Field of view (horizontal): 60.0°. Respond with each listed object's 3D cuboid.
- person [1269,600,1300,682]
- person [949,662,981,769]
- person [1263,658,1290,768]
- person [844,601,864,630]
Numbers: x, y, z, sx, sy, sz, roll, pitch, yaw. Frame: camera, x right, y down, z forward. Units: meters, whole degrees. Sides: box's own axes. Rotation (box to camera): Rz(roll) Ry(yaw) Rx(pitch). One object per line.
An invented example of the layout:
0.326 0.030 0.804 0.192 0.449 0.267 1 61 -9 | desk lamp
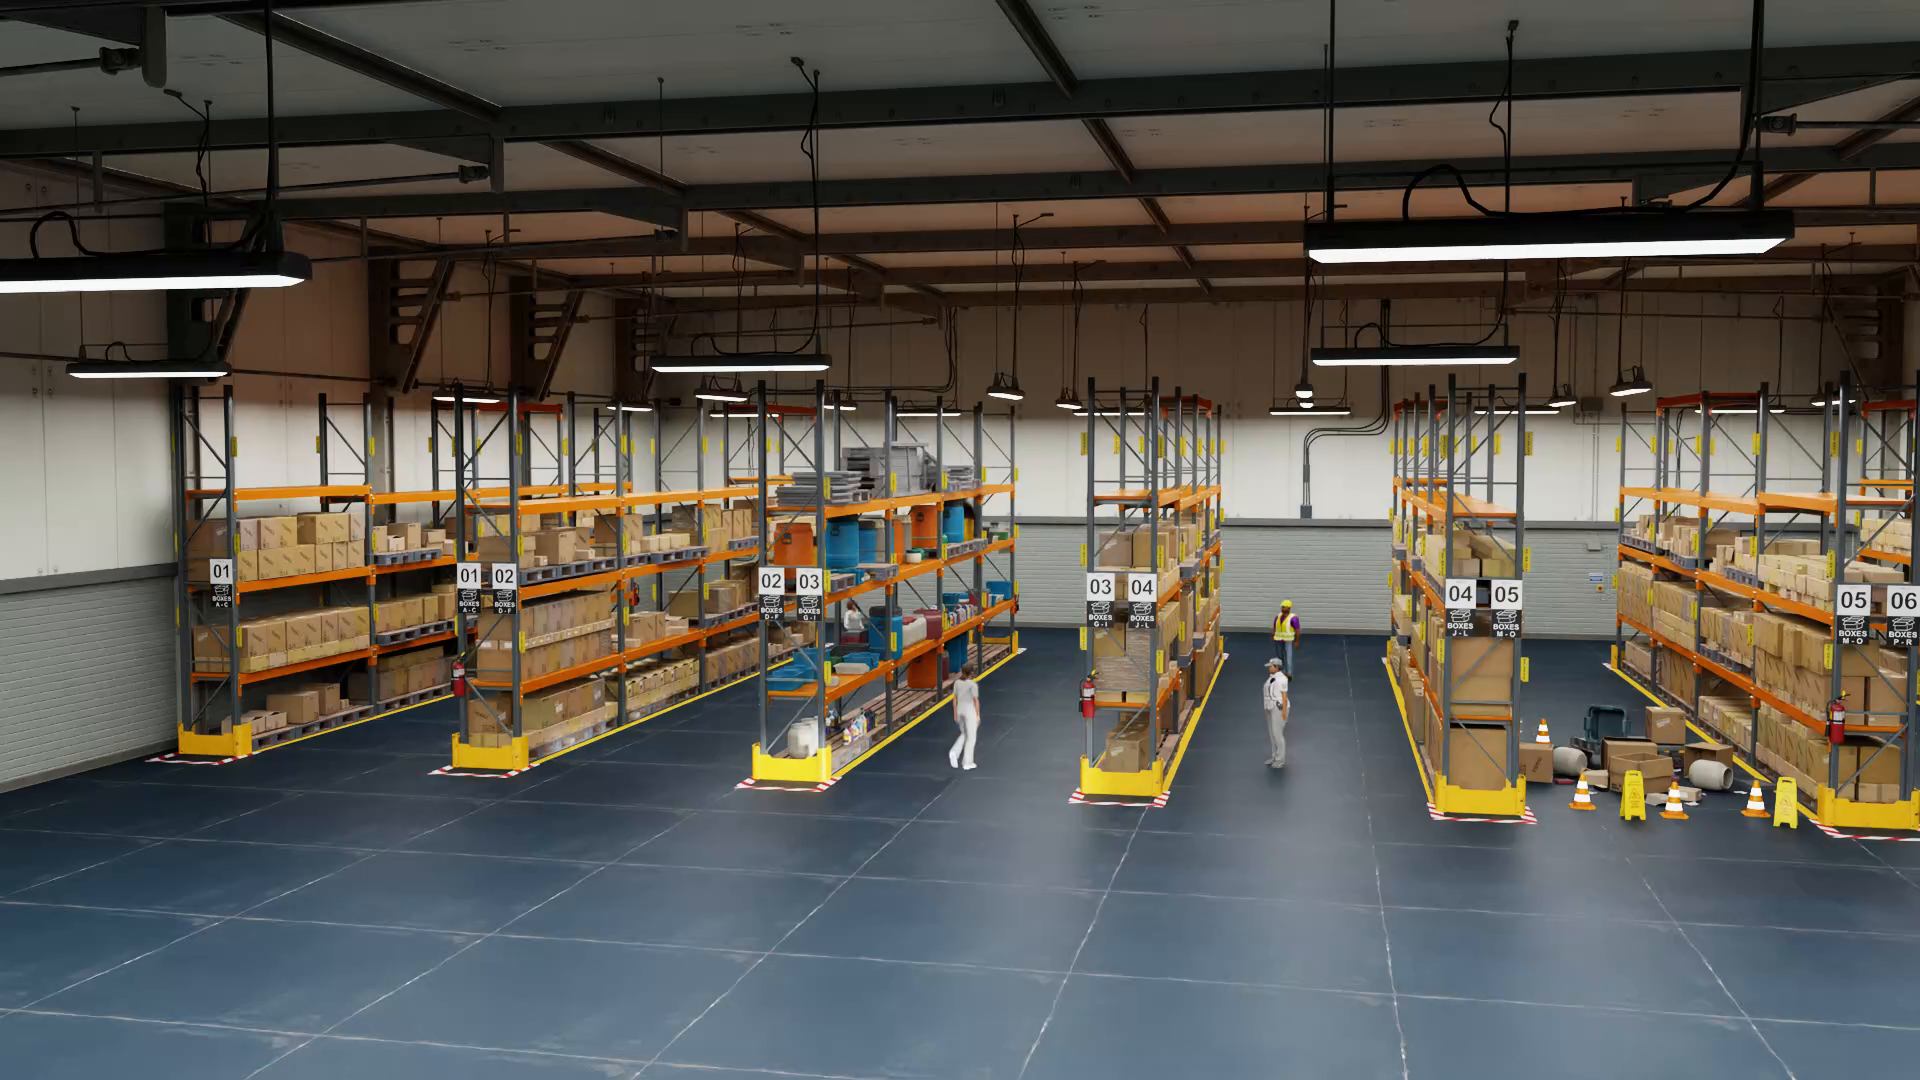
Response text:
6.938 2.143 35.542 0.630 1.702 1.061 1 3 20 | person
0.082 2.719 25.674 0.453 1.662 0.525 3 4 44 | person
4.999 2.717 26.206 0.392 1.705 0.613 -1 3 -9 | person
-2.341 2.130 36.918 0.507 1.582 0.544 -1 3 -19 | person
